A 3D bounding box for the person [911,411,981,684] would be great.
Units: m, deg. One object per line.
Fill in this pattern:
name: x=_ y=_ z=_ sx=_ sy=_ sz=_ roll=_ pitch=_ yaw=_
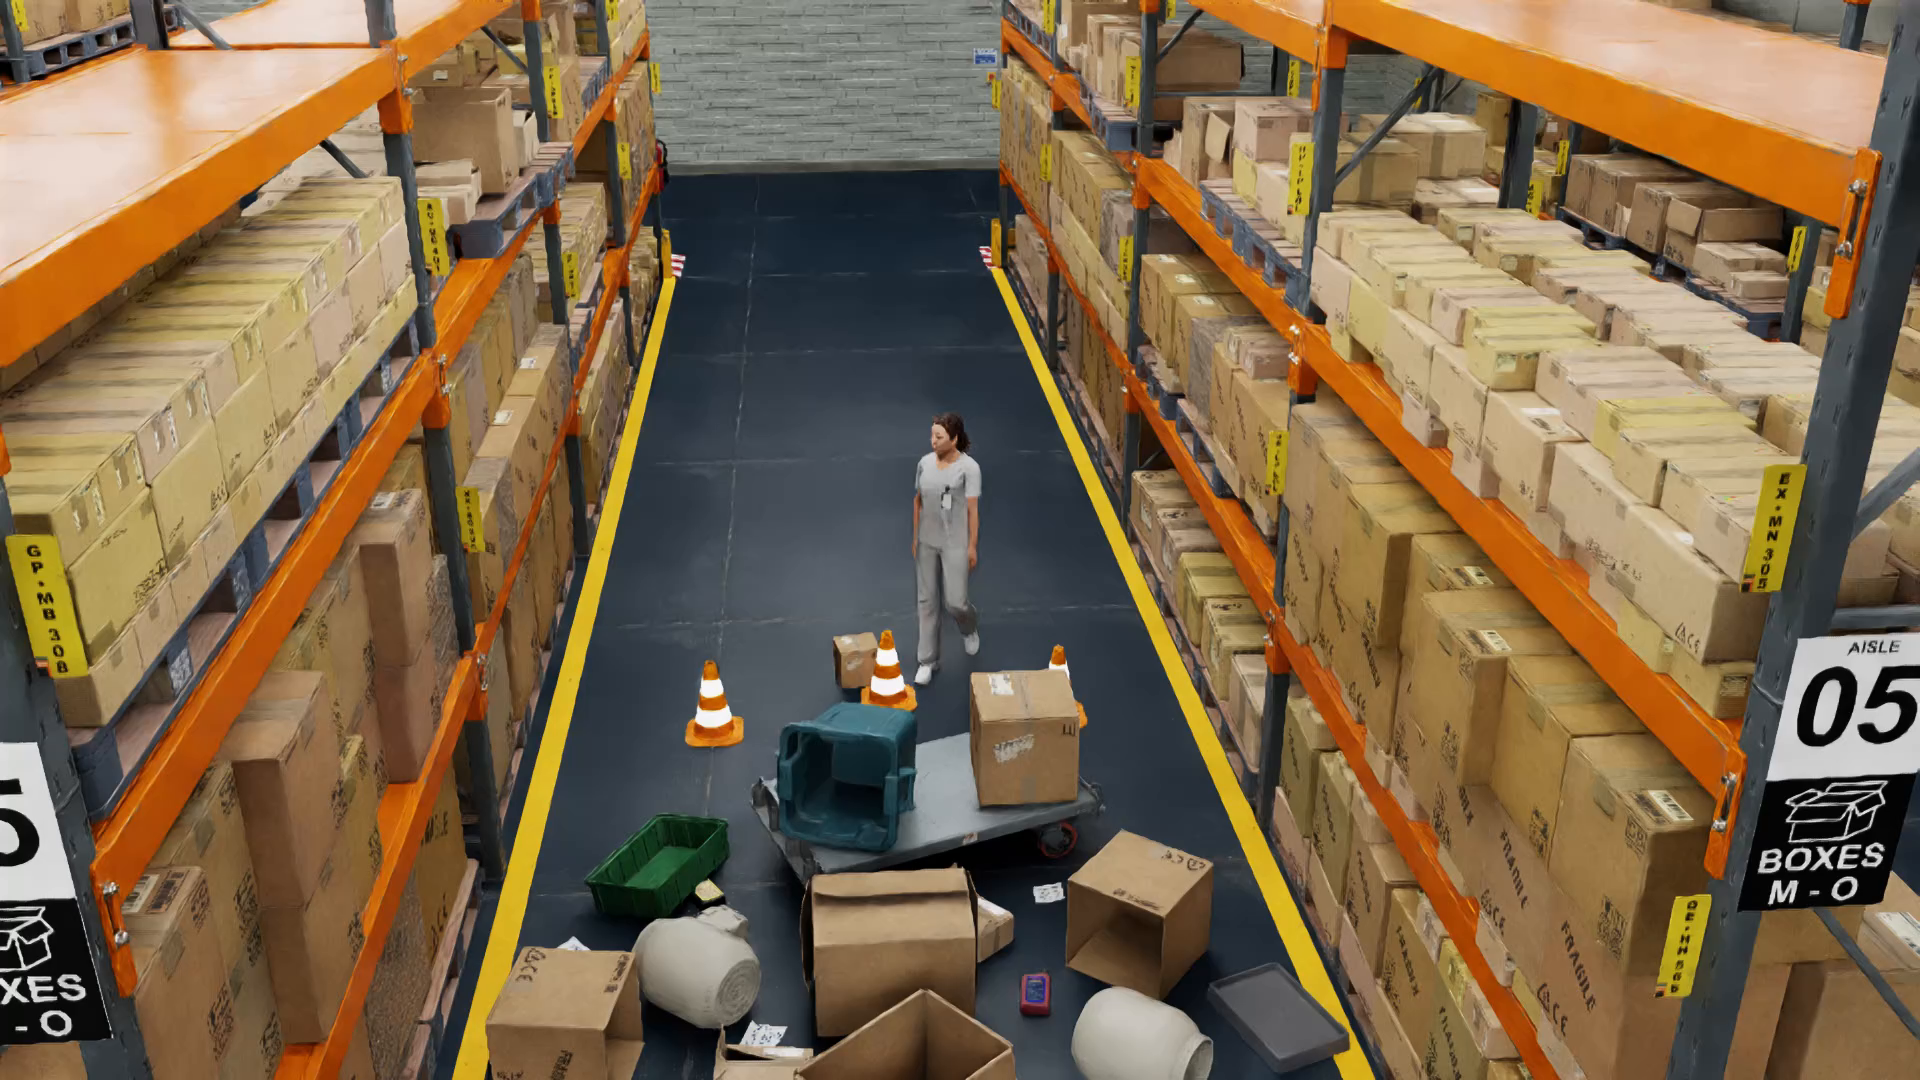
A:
person: x=-0.118 y=0.038 z=10.227 sx=0.470 sy=1.669 sz=0.616 roll=11 pitch=26 yaw=24
